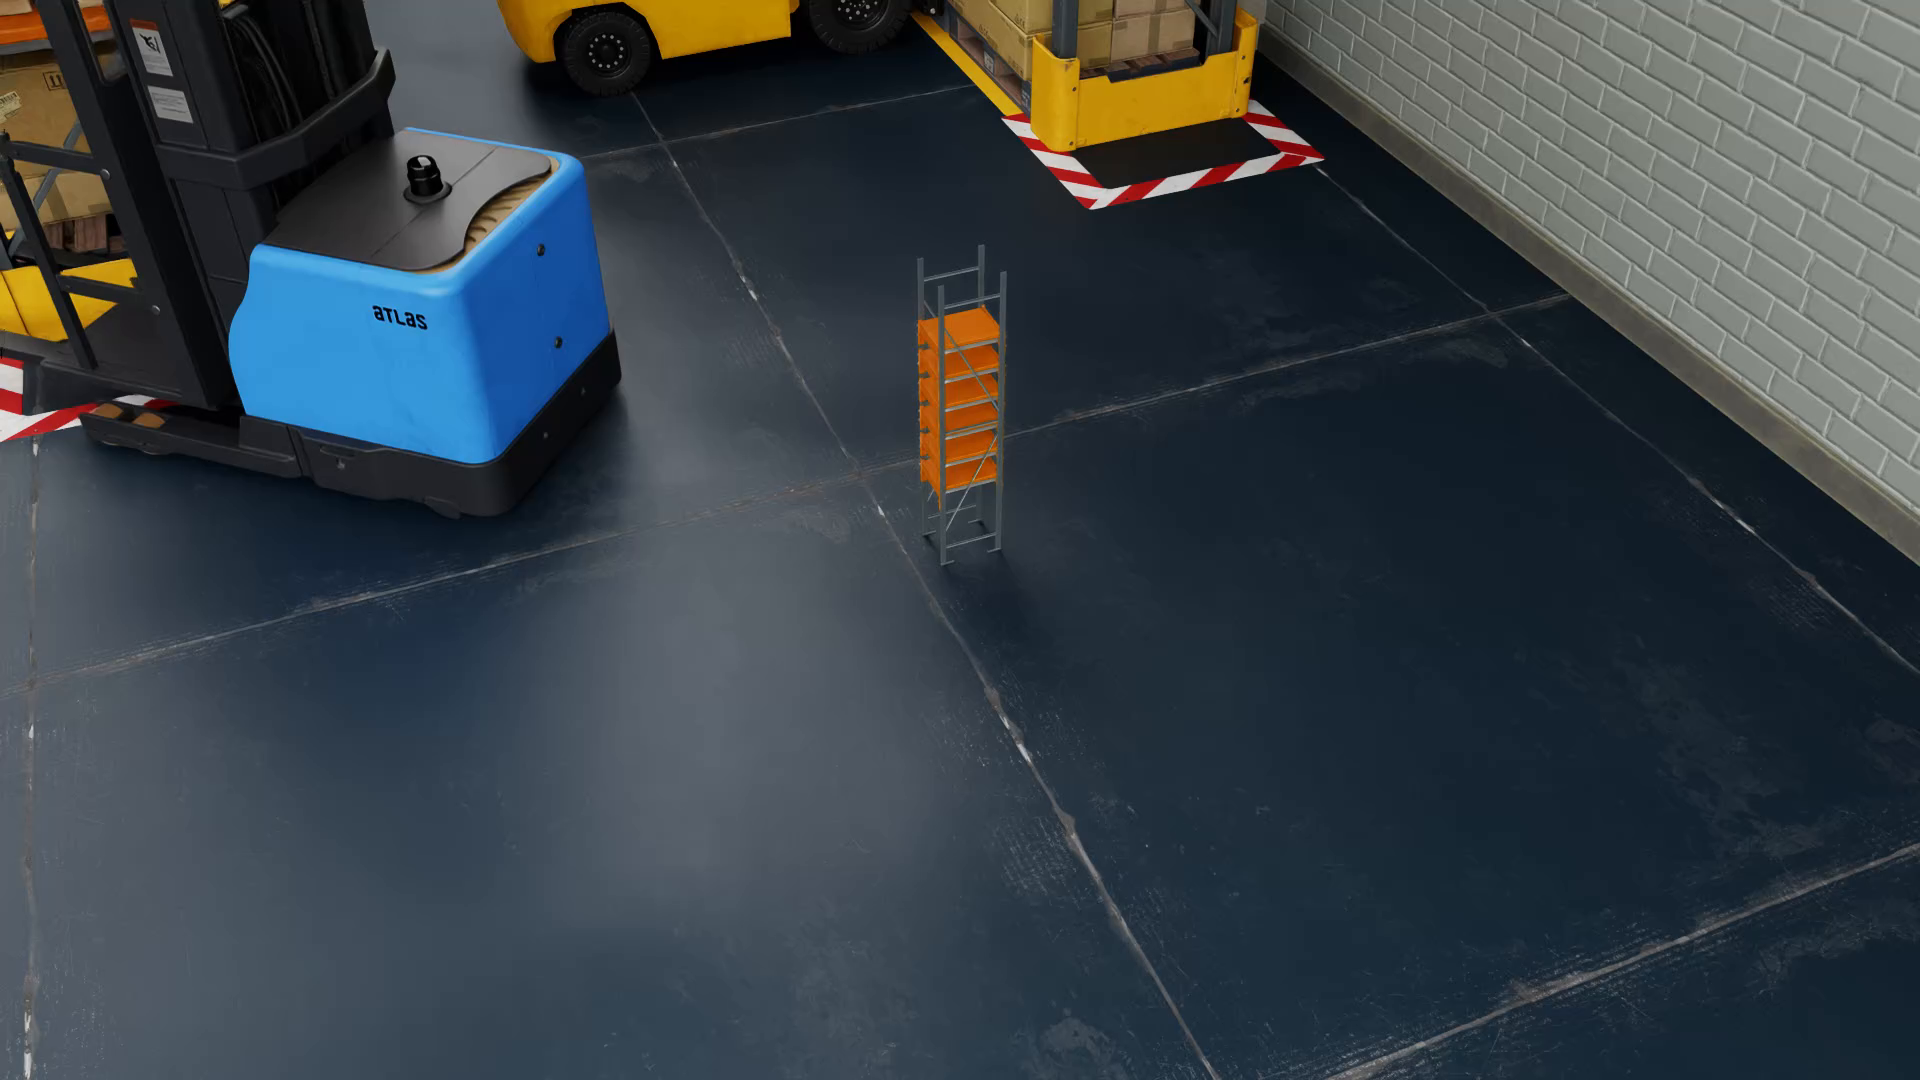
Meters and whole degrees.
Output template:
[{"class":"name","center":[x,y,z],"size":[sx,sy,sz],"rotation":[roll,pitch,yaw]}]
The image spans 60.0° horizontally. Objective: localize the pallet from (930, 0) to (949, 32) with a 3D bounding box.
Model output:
[{"class":"pallet","center":[0.153,-3.515,10.176],"size":[1.003,0.211,1.213],"rotation":[-15,43,-17]}]

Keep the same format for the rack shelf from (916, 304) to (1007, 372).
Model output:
[{"class":"rack shelf","center":[0.006,-0.685,5.643],"size":[0.258,0.103,0.180],"rotation":[-15,43,-17]}]

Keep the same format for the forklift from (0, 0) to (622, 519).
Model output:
[{"class":"forklift","center":[-2.984,-1.763,6.053],"size":[3.031,2.935,1.130],"rotation":[12,42,14]}]

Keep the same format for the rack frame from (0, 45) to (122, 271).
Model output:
[{"class":"rack frame","center":[-3.637,-2.148,6.447],"size":[1.000,3.000,0.127],"rotation":[-15,43,-17]}]

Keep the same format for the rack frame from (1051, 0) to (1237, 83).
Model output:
[{"class":"rack frame","center":[0.948,-3.389,7.890],"size":[1.000,3.000,0.127],"rotation":[-15,43,-17]}]

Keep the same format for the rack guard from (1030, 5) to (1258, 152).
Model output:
[{"class":"rack guard","center":[0.957,-2.426,8.688],"size":[1.175,0.500,0.348],"rotation":[-15,43,-17]}]

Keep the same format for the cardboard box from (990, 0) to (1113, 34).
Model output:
[{"class":"cardboard box","center":[0.473,-2.910,8.737],"size":[0.500,0.250,0.500],"rotation":[-16,43,-17]}]

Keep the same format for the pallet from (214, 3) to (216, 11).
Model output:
[{"class":"pallet","center":[-4.878,-3.105,9.698],"size":[1.003,0.211,1.213],"rotation":[-15,43,-17]}]

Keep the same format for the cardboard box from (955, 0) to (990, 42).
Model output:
[{"class":"cardboard box","center":[0.294,-3.011,9.238],"size":[0.500,0.250,0.500],"rotation":[-15,43,-17]}]

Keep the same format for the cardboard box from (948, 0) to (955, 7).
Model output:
[{"class":"cardboard box","center":[0.111,-3.315,9.591],"size":[0.500,0.250,0.500],"rotation":[-15,43,-16]}]

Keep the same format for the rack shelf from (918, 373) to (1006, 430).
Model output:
[{"class":"rack shelf","center":[0.006,-0.504,5.799],"size":[0.258,0.103,0.180],"rotation":[-15,43,-17]}]

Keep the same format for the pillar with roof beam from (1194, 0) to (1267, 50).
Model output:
[{"class":"pillar with roof beam","center":[-2.463,-5.234,5.434],"size":[9.100,9.000,0.400],"rotation":[-15,43,-17]}]

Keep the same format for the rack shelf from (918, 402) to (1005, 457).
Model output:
[{"class":"rack shelf","center":[0.006,-0.413,5.878],"size":[0.258,0.103,0.180],"rotation":[-15,43,-17]}]

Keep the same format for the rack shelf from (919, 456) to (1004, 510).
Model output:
[{"class":"rack shelf","center":[0.006,-0.231,6.034],"size":[0.258,0.103,0.180],"rotation":[-15,43,-17]}]

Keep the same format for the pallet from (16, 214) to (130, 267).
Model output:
[{"class":"pallet","center":[-3.944,-1.635,7.989],"size":[1.003,0.211,1.213],"rotation":[-15,43,-17]}]

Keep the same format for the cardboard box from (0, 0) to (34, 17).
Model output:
[{"class":"cardboard box","center":[-3.978,-2.225,6.729],"size":[0.380,0.149,0.250],"rotation":[-14,43,-15]}]

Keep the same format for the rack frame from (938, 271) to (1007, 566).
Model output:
[{"class":"rack frame","center":[0.041,-0.391,5.785],"size":[0.240,1.200,0.006],"rotation":[-15,43,-17]}]

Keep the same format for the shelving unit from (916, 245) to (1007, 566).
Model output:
[{"class":"shelving unit","center":[0.006,-0.446,5.849],"size":[0.258,1.200,0.189],"rotation":[-15,43,-17]}]

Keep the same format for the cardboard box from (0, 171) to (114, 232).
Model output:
[{"class":"cardboard box","center":[-4.204,-1.699,7.712],"size":[0.500,0.250,0.500],"rotation":[-15,43,-17]}]

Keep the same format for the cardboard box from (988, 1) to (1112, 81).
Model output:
[{"class":"cardboard box","center":[0.476,-2.709,8.887],"size":[0.500,0.250,0.500],"rotation":[-15,43,-17]}]

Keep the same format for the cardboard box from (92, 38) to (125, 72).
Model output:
[{"class":"cardboard box","center":[-3.700,-2.118,7.624],"size":[0.500,0.500,0.500],"rotation":[-16,43,-18]}]

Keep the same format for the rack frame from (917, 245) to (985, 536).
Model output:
[{"class":"rack frame","center":[-0.029,-0.501,5.913],"size":[0.240,1.200,0.006],"rotation":[-15,43,-17]}]

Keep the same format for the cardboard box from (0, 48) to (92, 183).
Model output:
[{"class":"cardboard box","center":[-4.184,-1.967,7.448],"size":[0.500,0.500,0.500],"rotation":[-15,43,-17]}]

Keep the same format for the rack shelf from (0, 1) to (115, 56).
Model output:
[{"class":"rack shelf","center":[-4.402,-3.080,8.083],"size":[1.077,0.370,4.000],"rotation":[-15,43,-17]}]

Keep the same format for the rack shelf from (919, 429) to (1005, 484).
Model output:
[{"class":"rack shelf","center":[0.006,-0.322,5.956],"size":[0.258,0.103,0.180],"rotation":[-15,43,-17]}]

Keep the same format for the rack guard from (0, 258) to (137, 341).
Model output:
[{"class":"rack guard","center":[-3.666,-1.246,7.316],"size":[1.175,0.500,0.348],"rotation":[-15,43,-17]}]

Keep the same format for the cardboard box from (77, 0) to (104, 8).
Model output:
[{"class":"cardboard box","center":[-3.576,-2.309,6.827],"size":[0.380,0.149,0.250],"rotation":[-15,43,-17]}]

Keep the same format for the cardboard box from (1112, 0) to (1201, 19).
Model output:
[{"class":"cardboard box","center":[0.960,-3.030,8.876],"size":[0.500,0.250,0.500],"rotation":[-14,43,-16]}]

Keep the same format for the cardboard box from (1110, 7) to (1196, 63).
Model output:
[{"class":"cardboard box","center":[0.940,-2.850,9.050],"size":[0.500,0.250,0.500],"rotation":[-15,43,-17]}]

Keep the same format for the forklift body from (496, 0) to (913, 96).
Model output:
[{"class":"forklift body","center":[-1.463,-3.754,8.966],"size":[2.313,2.155,1.214],"rotation":[-15,43,-17]}]

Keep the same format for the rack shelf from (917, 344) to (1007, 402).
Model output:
[{"class":"rack shelf","center":[0.006,-0.594,5.721],"size":[0.258,0.103,0.180],"rotation":[-15,43,-17]}]

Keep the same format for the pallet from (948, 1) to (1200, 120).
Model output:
[{"class":"pallet","center":[0.616,-2.782,9.323],"size":[1.003,0.211,1.213],"rotation":[-15,43,-17]}]
